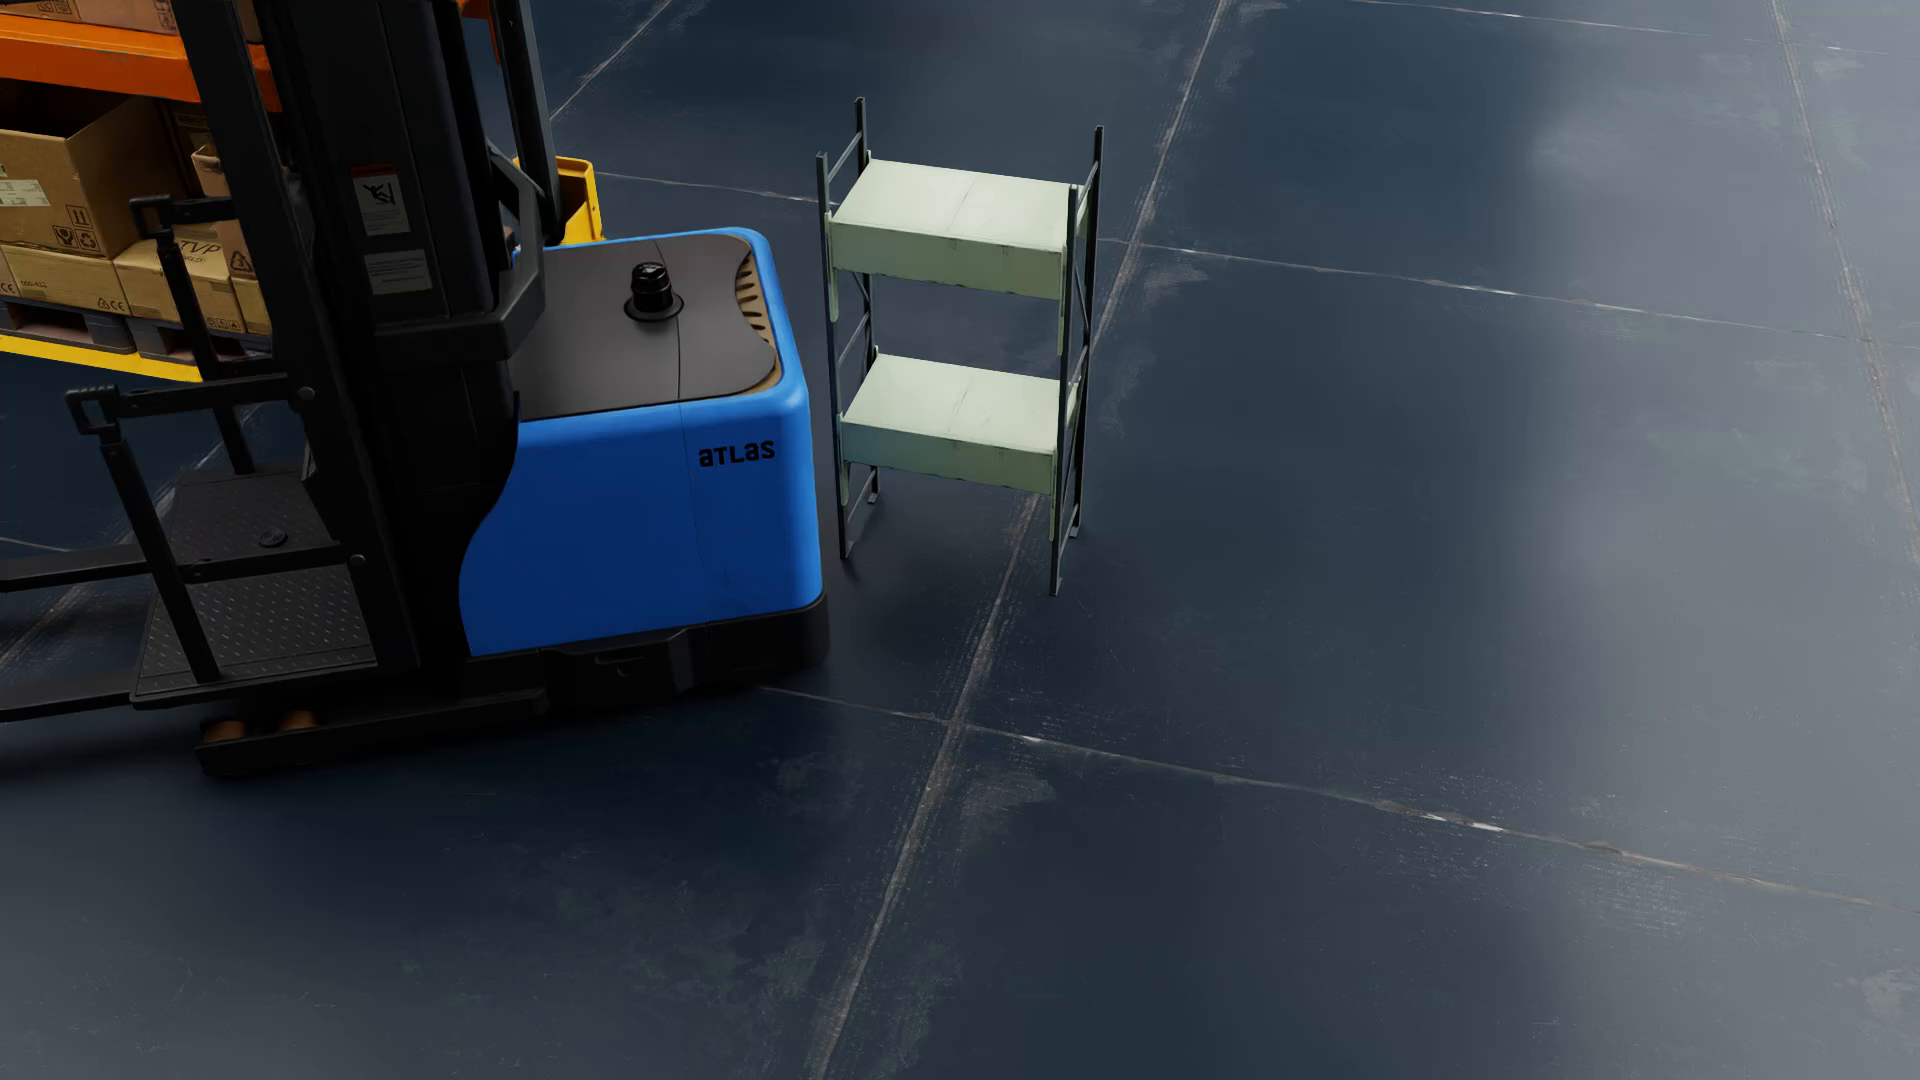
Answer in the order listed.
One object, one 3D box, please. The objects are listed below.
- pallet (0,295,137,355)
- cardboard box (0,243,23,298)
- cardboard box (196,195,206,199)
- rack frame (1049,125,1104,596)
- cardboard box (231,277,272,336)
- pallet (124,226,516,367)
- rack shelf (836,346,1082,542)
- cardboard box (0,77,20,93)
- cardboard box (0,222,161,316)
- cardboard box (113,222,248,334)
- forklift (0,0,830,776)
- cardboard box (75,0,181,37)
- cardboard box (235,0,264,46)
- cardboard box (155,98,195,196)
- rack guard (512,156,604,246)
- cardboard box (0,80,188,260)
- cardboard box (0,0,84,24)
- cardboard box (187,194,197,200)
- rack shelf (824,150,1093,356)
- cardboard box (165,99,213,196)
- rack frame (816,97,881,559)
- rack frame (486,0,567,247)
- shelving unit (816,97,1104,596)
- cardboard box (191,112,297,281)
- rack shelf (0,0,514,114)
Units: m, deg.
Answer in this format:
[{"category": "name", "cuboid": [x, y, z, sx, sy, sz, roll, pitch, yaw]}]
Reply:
[{"category": "pallet", "cuboid": [-3.750, -1.223, 7.043, 1.213, 0.211, 1.003, 10, 41, 11]}, {"category": "cardboard box", "cuboid": [-3.873, -1.241, 6.707, 0.500, 0.250, 0.500, 10, 41, 11]}, {"category": "cardboard box", "cuboid": [-2.771, -1.402, 6.899, 0.500, 0.250, 0.500, 10, 41, 11]}, {"category": "rack frame", "cuboid": [0.360, -0.512, 5.194, 0.023, 1.500, 0.400, 10, 41, 11]}, {"category": "cardboard box", "cuboid": [-2.420, -0.999, 6.419, 0.500, 0.250, 0.500, 10, 41, 11]}, {"category": "pallet", "cuboid": [-2.576, -1.019, 6.799, 1.213, 0.211, 1.003, 10, 41, 11]}, {"category": "rack shelf", "cuboid": [0.006, -0.324, 5.476, 0.720, 0.370, 0.431, 10, 41, 11]}, {"category": "cardboard box", "cuboid": [-3.874, -1.526, 6.463, 0.500, 0.500, 0.500, 10, 41, 11]}, {"category": "cardboard box", "cuboid": [-3.390, -1.157, 6.607, 0.500, 0.250, 0.500, 10, 41, 11]}, {"category": "cardboard box", "cuboid": [-2.907, -1.075, 6.509, 0.500, 0.250, 0.500, 10, 41, 11]}, {"category": "forklift", "cuboid": [-1.981, -0.800, 4.424, 3.031, 2.935, 1.130, -8, 41, -10]}, {"category": "cardboard box", "cuboid": [-2.782, -2.194, 5.952, 0.500, 0.500, 0.700, 11, 41, 13]}, {"category": "cardboard box", "cuboid": [-2.274, -2.110, 5.852, 0.500, 0.500, 0.700, 10, 41, 11]}, {"category": "cardboard box", "cuboid": [-3.256, -1.765, 6.748, 0.500, 0.500, 0.500, 10, 41, 11]}, {"category": "rack guard", "cuboid": [-1.803, -1.025, 6.582, 0.348, 0.500, 1.175, 10, 41, 11]}, {"category": "cardboard box", "cuboid": [-3.391, -1.442, 6.364, 0.500, 0.500, 0.500, 10, 41, 11]}, {"category": "cardboard box", "cuboid": [-3.260, -2.280, 6.055, 0.500, 0.500, 0.700, 10, 41, 12]}, {"category": "cardboard box", "cuboid": [-3.253, -1.485, 6.998, 0.500, 0.250, 0.500, 10, 41, 11]}, {"category": "rack shelf", "cuboid": [0.006, -0.872, 5.015, 0.720, 0.370, 0.431, 10, 41, 11]}, {"category": "cardboard box", "cuboid": [-2.770, -1.690, 6.659, 0.500, 0.500, 0.500, 10, 41, 11]}, {"category": "rack frame", "cuboid": [-0.347, -0.634, 5.339, 0.023, 1.500, 0.400, 10, 41, 11]}, {"category": "rack frame", "cuboid": [-1.826, -1.986, 5.782, 0.127, 3.000, 1.000, 10, 41, 11]}, {"category": "shelving unit", "cuboid": [0.006, -0.573, 5.266, 0.755, 1.500, 0.431, 10, 41, 11]}, {"category": "cardboard box", "cuboid": [-2.421, -1.285, 6.176, 0.500, 0.500, 0.500, 10, 41, 11]}, {"category": "rack shelf", "cuboid": [-3.758, -2.043, 6.410, 4.000, 0.370, 1.077, 10, 41, 11]}]
